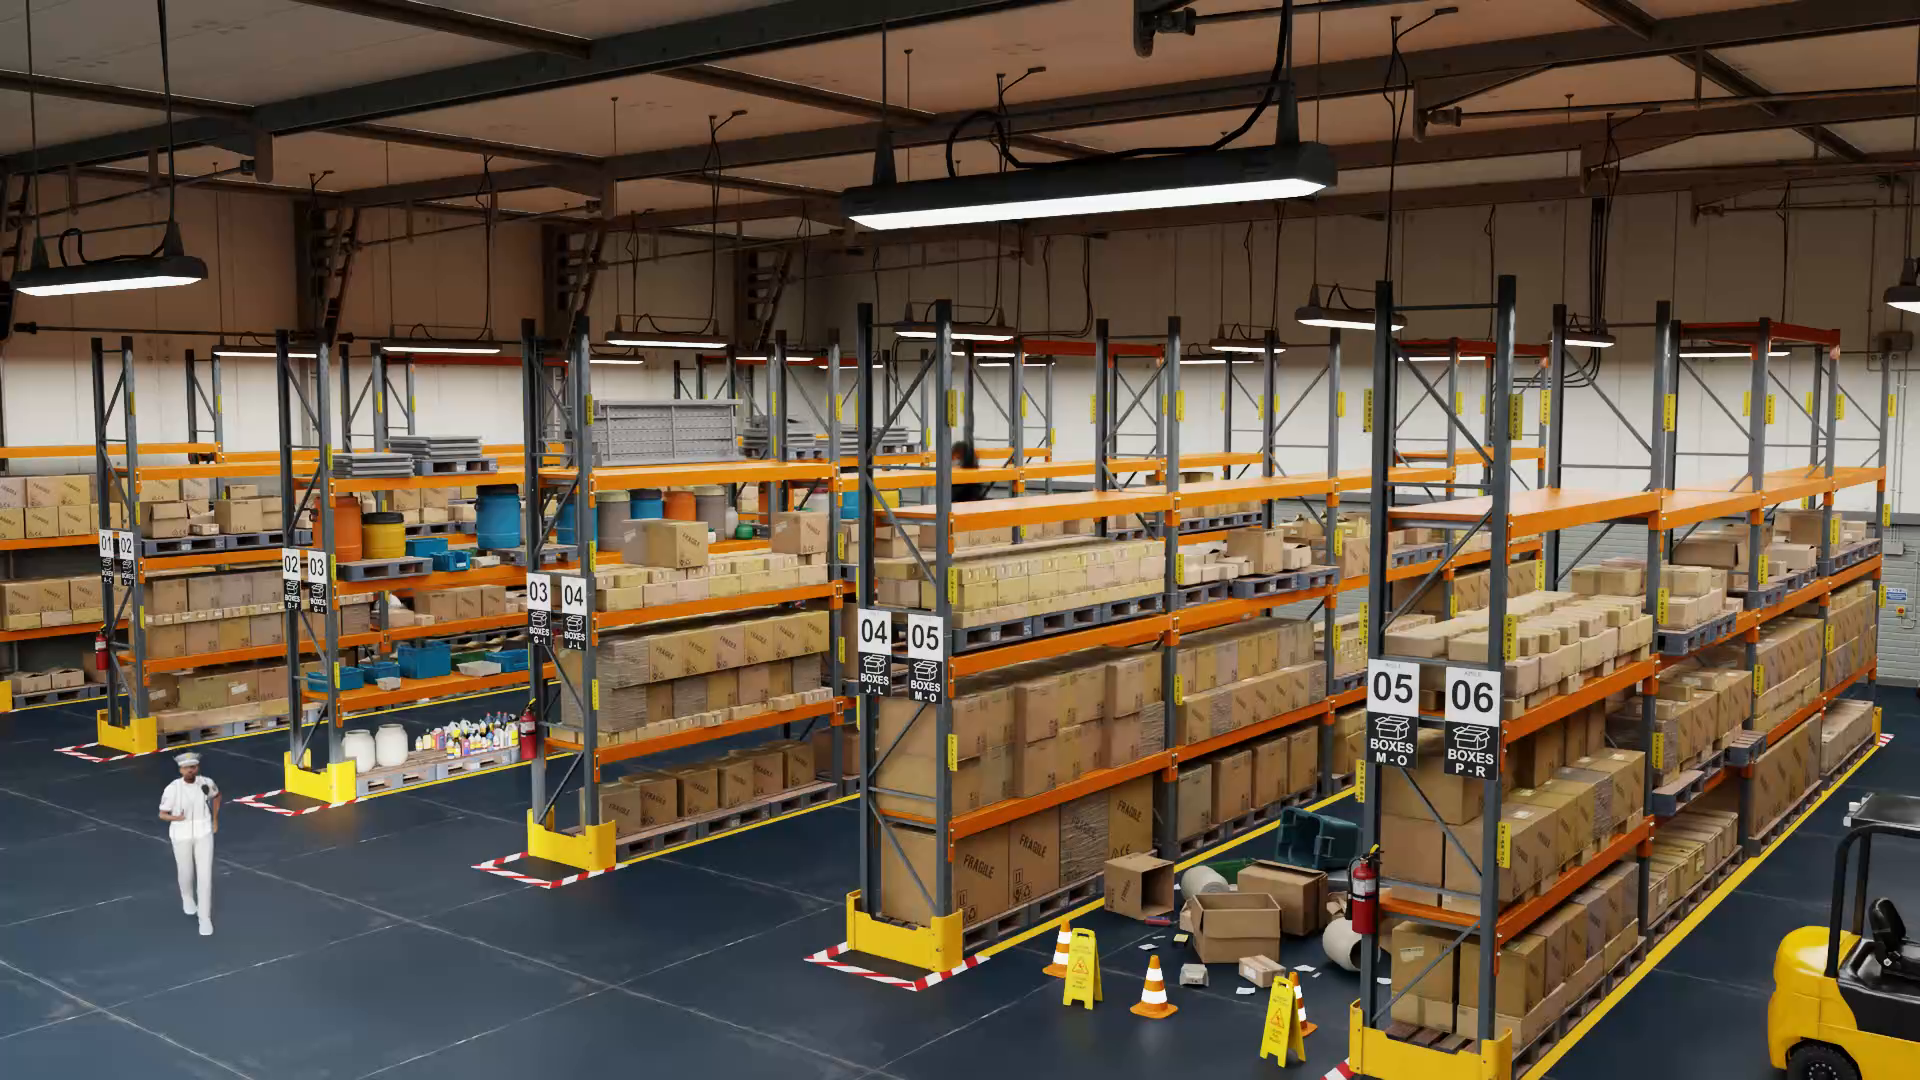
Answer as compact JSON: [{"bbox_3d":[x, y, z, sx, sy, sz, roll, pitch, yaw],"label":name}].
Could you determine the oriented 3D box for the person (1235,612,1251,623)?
[{"bbox_3d":[4.640,1.960,27.072,0.664,1.737,0.940,3,6,34],"label":"person"}]

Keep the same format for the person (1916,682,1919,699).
[{"bbox_3d":[13.416,2.340,22.666,0.702,1.721,0.589,2,5,24],"label":"person"}]

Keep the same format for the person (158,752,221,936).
[{"bbox_3d":[-7.464,2.897,16.161,0.574,1.721,0.883,-3,6,-28],"label":"person"}]

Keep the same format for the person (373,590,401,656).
[{"bbox_3d":[-10.443,1.620,30.356,0.665,1.797,0.899,2,6,27],"label":"person"}]
